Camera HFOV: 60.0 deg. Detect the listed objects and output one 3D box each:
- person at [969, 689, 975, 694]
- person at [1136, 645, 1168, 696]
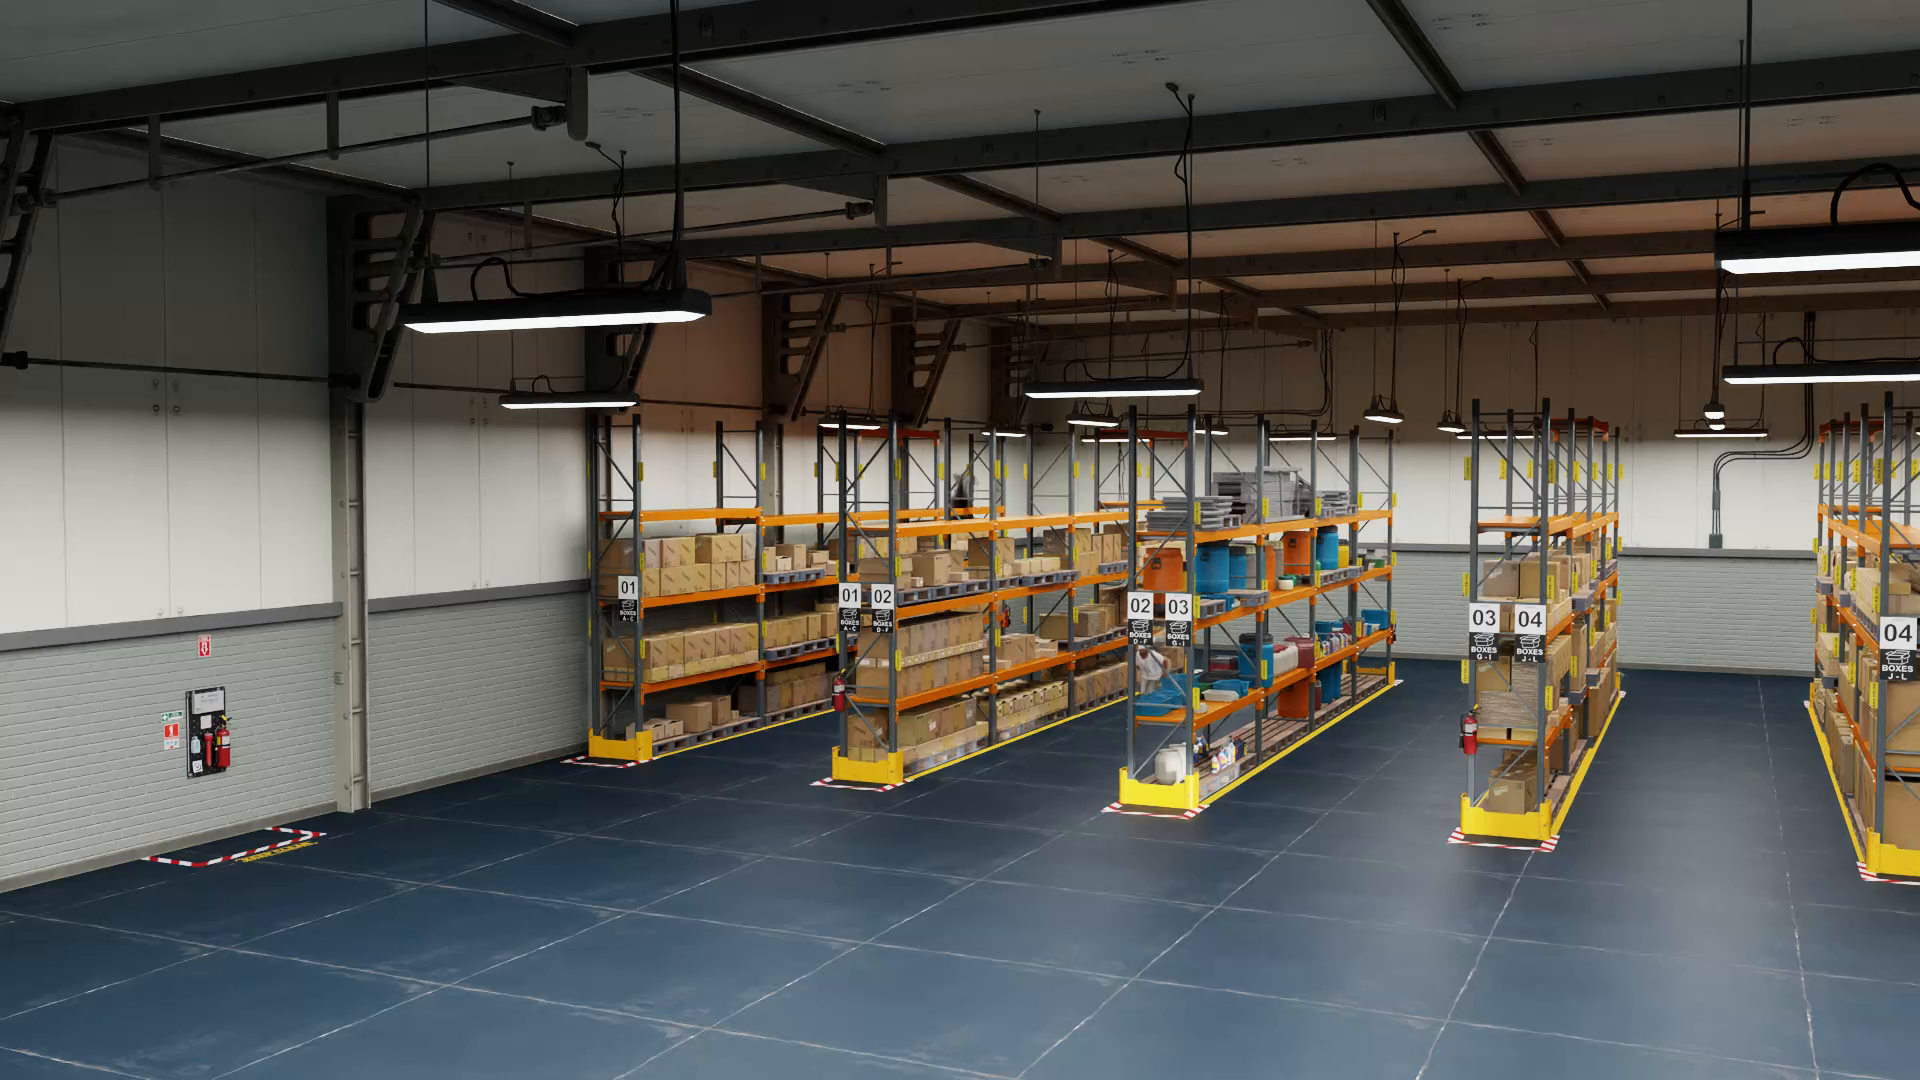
[{"bbox_3d":[0.037,2.798,35.671,0.622,1.443,1.063,2,3,38],"label":"person"},{"bbox_3d":[3.885,2.825,33.793,0.719,1.599,0.901,2,3,37],"label":"person"}]
